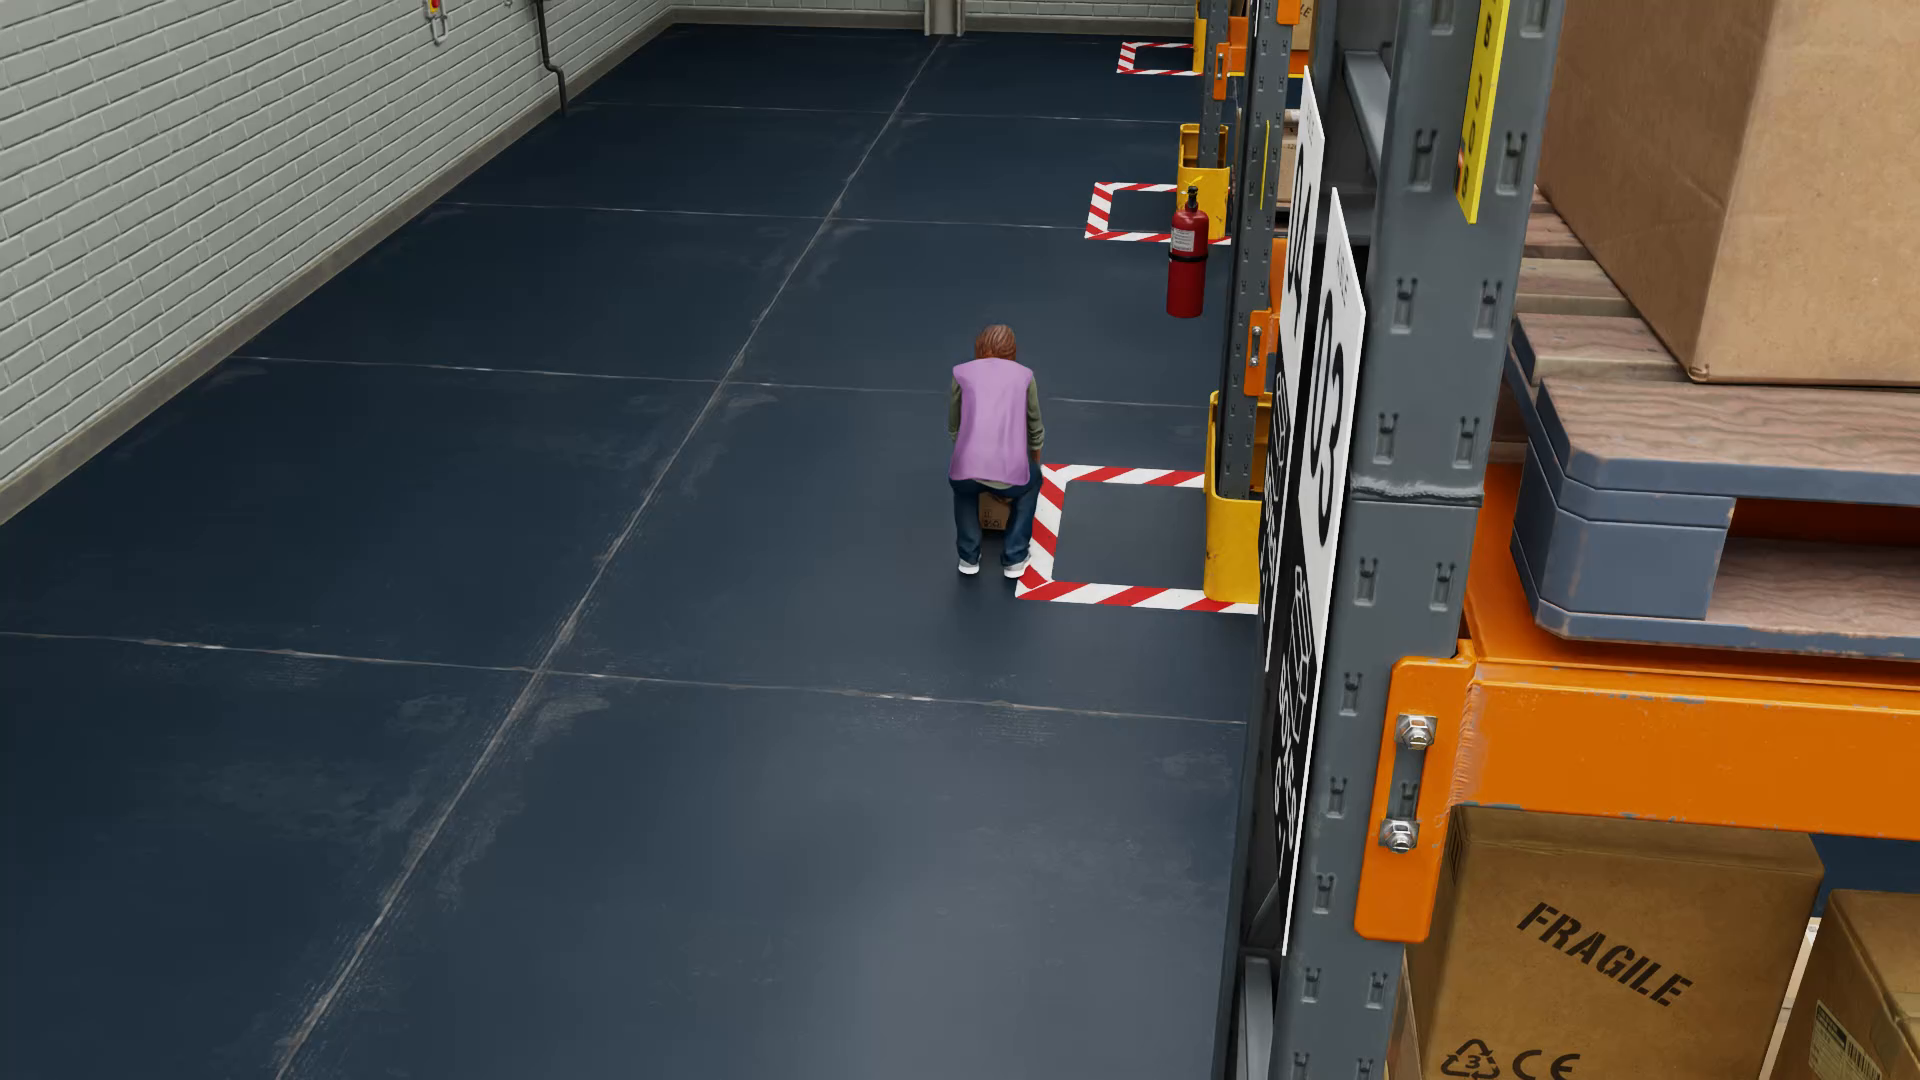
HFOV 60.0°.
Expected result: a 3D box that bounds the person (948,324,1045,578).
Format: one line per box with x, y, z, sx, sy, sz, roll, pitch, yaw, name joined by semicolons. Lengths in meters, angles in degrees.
0.138;-0.372;7.411;0.458;1.022;0.768;5;29;9;person
